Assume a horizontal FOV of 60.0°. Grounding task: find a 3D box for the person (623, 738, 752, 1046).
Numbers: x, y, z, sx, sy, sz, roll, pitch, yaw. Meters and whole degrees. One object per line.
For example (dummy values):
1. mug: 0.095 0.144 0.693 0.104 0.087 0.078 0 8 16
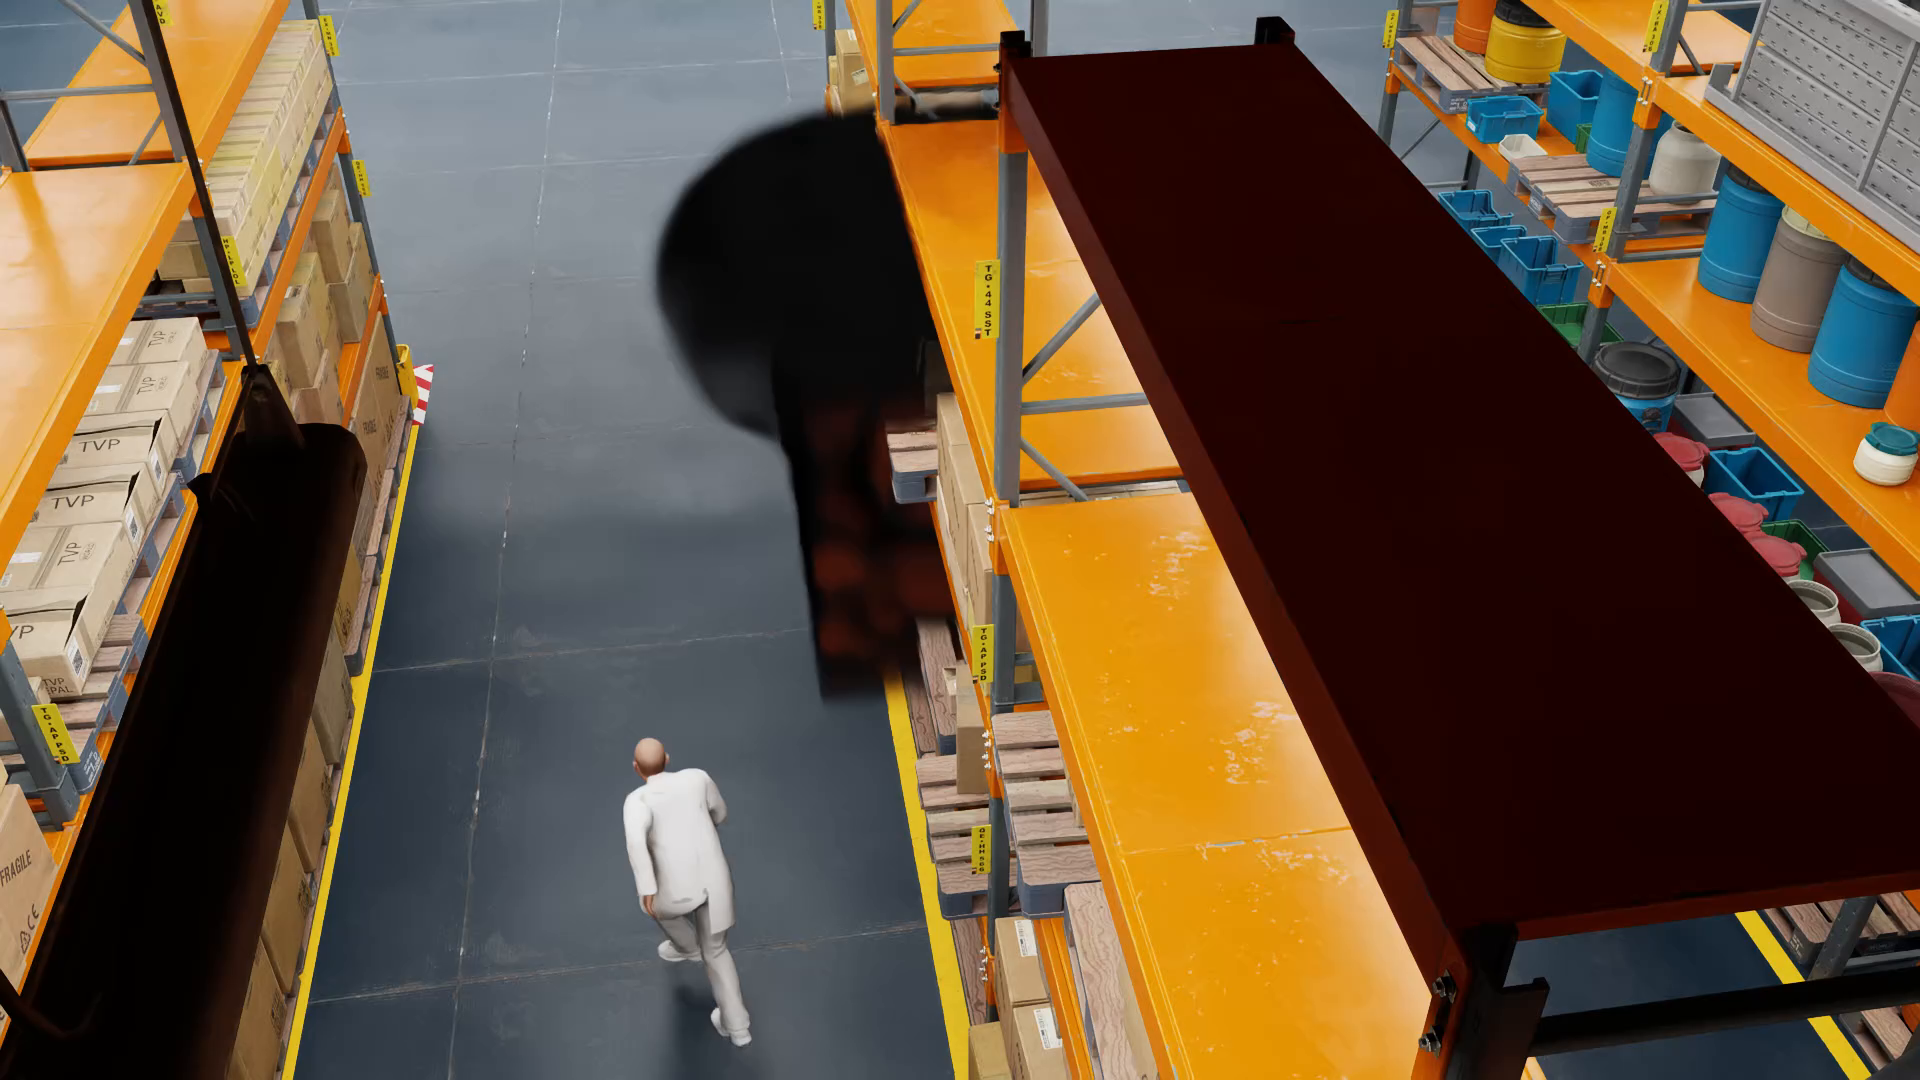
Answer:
1. person: -1.447 1.974 9.216 0.711 1.551 1.208 -24 43 -29
